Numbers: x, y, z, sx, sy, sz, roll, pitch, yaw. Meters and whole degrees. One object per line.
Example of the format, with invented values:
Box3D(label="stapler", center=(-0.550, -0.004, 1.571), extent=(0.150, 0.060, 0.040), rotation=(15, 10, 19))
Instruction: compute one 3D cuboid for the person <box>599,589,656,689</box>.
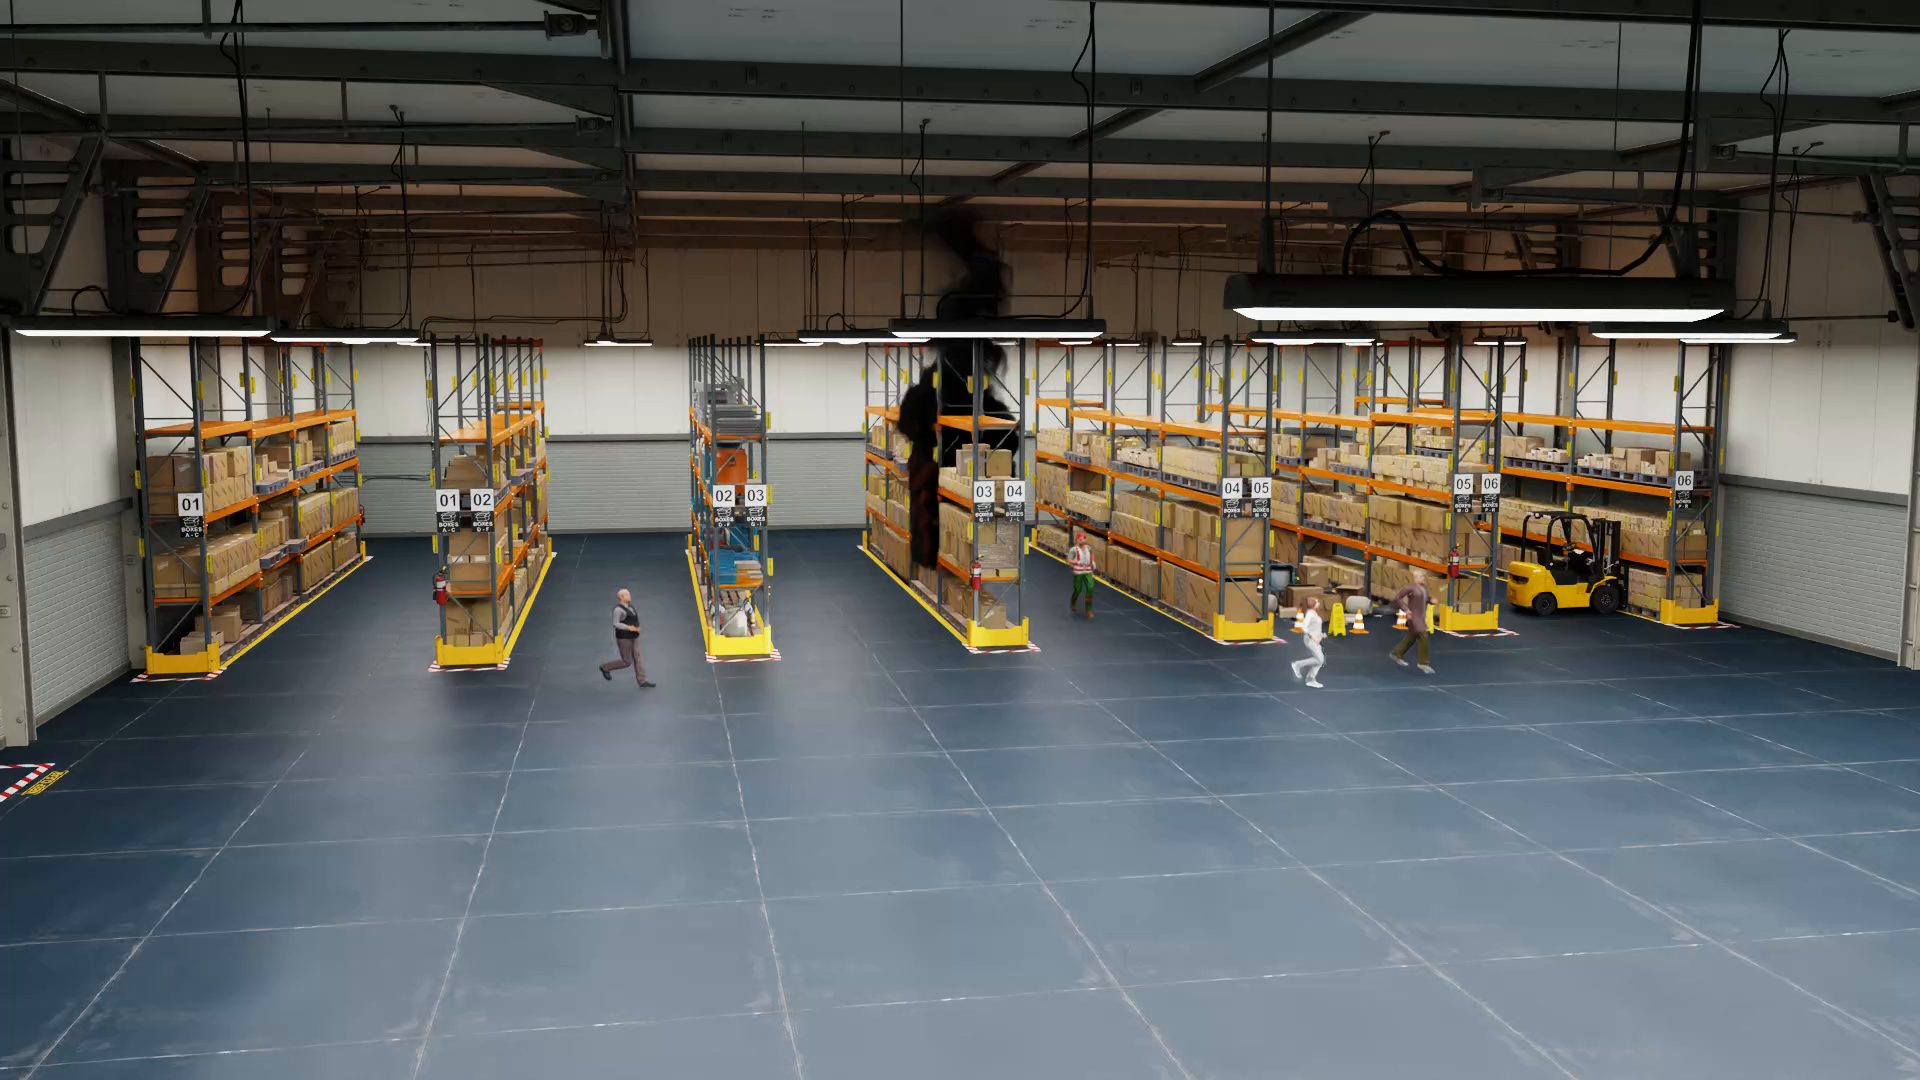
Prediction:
Box3D(label="person", center=(-5.609, 1.669, 28.090), extent=(0.967, 1.691, 0.677), rotation=(2, 7, 16))

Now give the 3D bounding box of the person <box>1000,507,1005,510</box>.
Box3D(label="person", center=(1.427, -0.397, 45.732), extent=(0.677, 1.825, 0.797), rotation=(-1, 7, -12))

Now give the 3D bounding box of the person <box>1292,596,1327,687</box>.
Box3D(label="person", center=(5.944, 1.729, 28.268), extent=(0.549, 1.554, 0.538), rotation=(2, 7, 20))

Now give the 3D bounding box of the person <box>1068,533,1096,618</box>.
Box3D(label="person", center=(2.644, 0.744, 35.825), extent=(0.669, 1.812, 0.893), rotation=(-2, 7, -15))

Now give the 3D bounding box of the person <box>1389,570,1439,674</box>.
Box3D(label="person", center=(8.130, 1.449, 29.713), extent=(0.925, 1.818, 0.674), rotation=(5, 8, 39))
